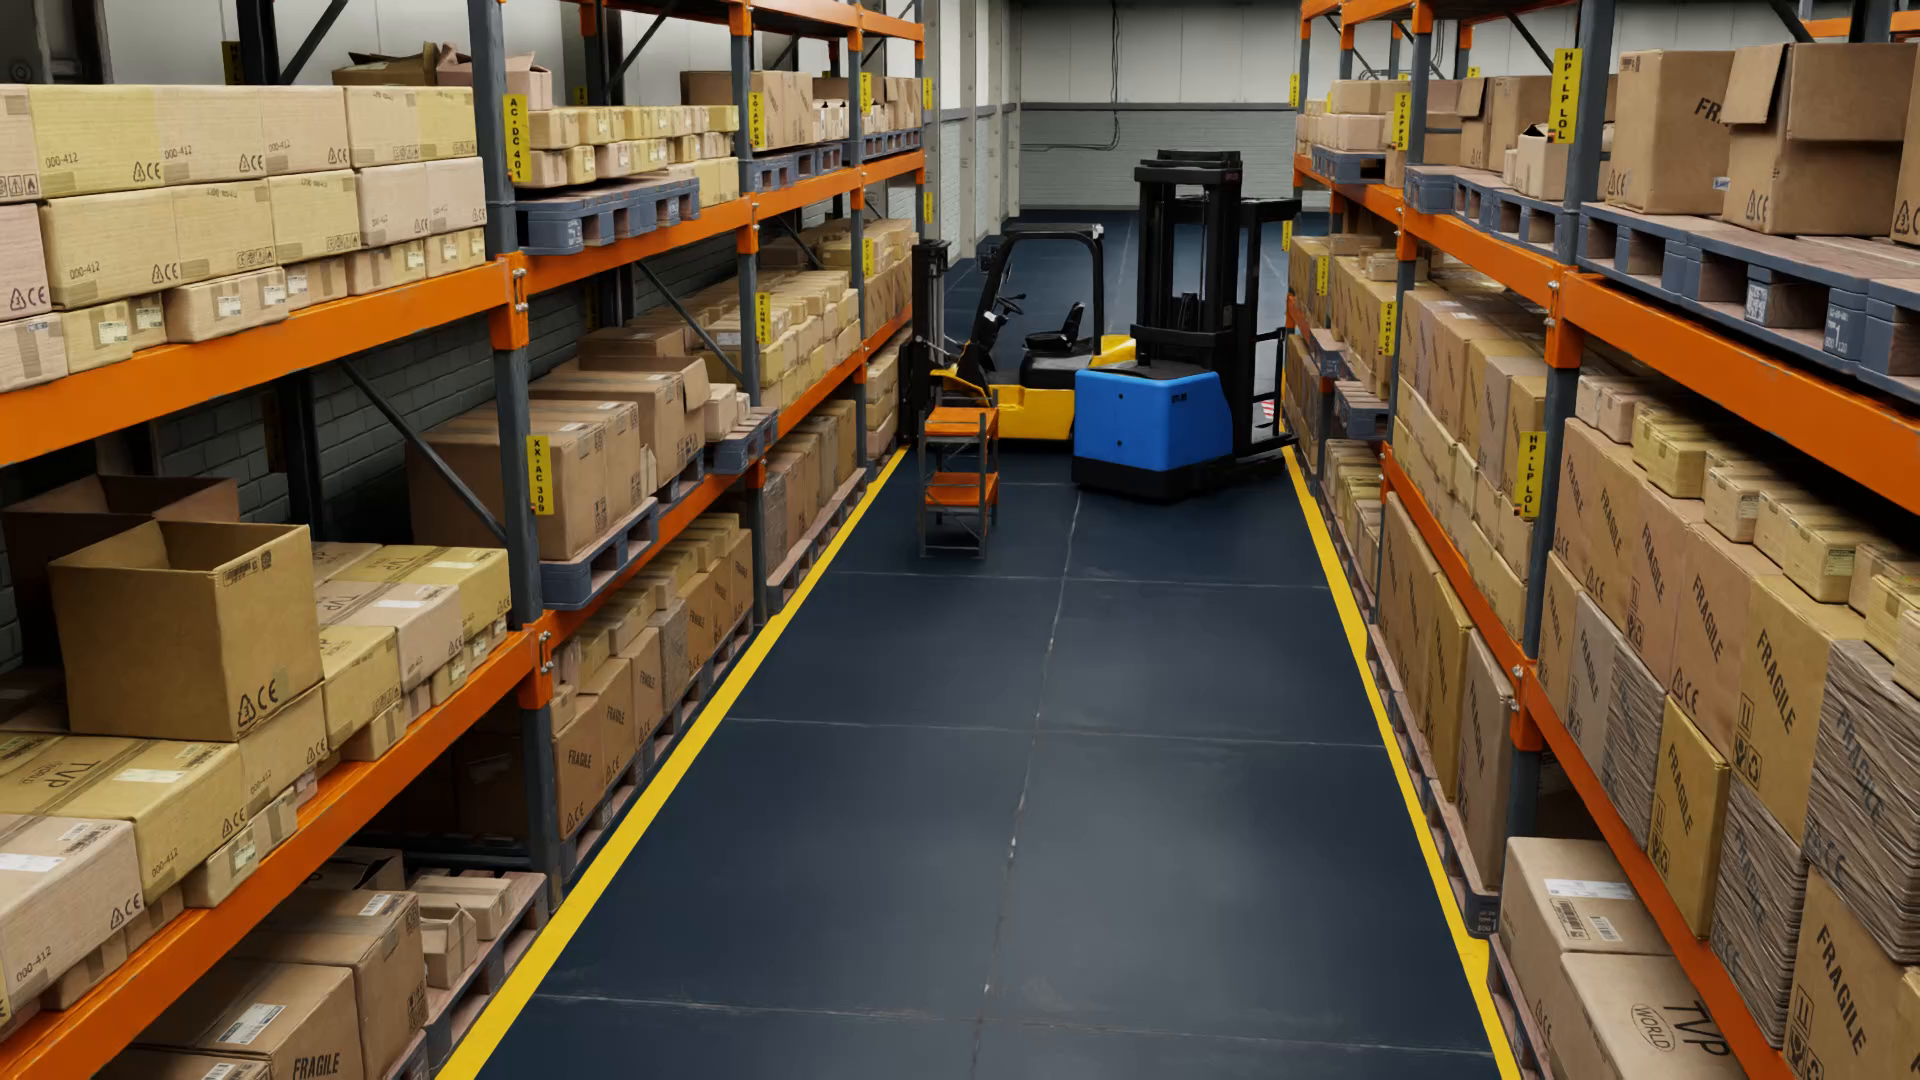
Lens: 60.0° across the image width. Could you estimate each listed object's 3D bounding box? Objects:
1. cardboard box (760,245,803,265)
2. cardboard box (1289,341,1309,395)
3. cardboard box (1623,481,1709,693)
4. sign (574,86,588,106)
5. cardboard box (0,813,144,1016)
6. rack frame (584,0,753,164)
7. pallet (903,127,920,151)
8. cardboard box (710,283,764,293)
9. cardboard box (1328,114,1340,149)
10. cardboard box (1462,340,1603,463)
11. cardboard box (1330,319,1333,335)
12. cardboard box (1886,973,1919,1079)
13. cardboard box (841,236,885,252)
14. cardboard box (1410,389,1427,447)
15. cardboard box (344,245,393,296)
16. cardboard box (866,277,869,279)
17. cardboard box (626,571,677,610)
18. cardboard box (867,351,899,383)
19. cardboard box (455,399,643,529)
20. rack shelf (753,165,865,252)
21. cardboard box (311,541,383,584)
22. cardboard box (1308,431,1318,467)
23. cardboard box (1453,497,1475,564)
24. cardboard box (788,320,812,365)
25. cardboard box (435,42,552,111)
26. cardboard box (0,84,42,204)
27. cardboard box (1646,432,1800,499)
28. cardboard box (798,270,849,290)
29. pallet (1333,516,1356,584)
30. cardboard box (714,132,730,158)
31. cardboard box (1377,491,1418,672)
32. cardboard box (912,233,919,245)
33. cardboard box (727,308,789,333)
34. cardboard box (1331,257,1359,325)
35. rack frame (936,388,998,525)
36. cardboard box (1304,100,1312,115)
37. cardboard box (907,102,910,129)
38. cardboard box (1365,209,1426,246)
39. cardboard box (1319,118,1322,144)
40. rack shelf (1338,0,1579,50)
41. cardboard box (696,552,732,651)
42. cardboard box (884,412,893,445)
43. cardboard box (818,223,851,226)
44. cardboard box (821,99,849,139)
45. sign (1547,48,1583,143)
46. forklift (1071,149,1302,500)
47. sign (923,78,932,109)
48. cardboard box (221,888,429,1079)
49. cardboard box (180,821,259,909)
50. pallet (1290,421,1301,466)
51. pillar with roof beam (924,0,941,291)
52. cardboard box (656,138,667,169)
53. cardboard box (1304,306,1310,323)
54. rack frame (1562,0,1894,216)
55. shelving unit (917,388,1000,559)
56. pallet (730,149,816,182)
[{"bbox_3d":[-1.603,-2.530,14.768,0.380,0.149,0.250,2,15,6],"label":"cardboard box"},{"bbox_3d":[3.622,-1.720,16.803,0.500,0.500,0.500,1,15,4],"label":"cardboard box"},{"bbox_3d":[2.264,0.136,4.807,0.500,0.500,0.500,2,15,7],"label":"cardboard box"},{"bbox_3d":[-2.341,-2.650,10.327,0.100,0.325,0.005,2,15,6],"label":"sign"},{"bbox_3d":[-2.318,0.867,3.925,0.500,0.250,0.500,2,15,7],"label":"cardboard box"},{"bbox_3d":[-1.791,-3.792,9.945,1.000,3.000,0.127,2,15,6],"label":"rack frame"},{"bbox_3d":[-0.993,-4.193,17.346,1.003,0.211,1.213,2,15,6],"label":"pallet"},{"bbox_3d":[-1.765,-1.946,13.179,0.380,0.149,0.250,2,15,6],"label":"cardboard box"},{"bbox_3d":[3.073,-3.095,12.598,0.500,0.250,0.500,1,15,6],"label":"cardboard box"},{"bbox_3d":[2.619,-0.633,7.648,0.500,0.500,0.500,2,15,8],"label":"cardboard box"},{"bbox_3d":[3.217,-1.735,13.510,0.380,0.149,0.250,2,15,7],"label":"cardboard box"},{"bbox_3d":[2.031,1.143,2.997,0.500,0.500,0.500,2,15,7],"label":"cardboard box"},{"bbox_3d":[-0.915,-2.781,15.696,0.380,0.149,0.250,1,15,5],"label":"cardboard box"},{"bbox_3d":[2.780,-0.661,9.191,0.500,0.250,0.500,2,15,8],"label":"cardboard box"},{"bbox_3d":[-2.091,-0.887,5.430,0.380,0.149,0.250,2,15,6],"label":"cardboard box"},{"bbox_3d":[-1.014,-2.437,14.993,0.380,0.149,0.250,2,15,8],"label":"cardboard box"},{"bbox_3d":[-1.772,0.274,9.145,0.380,0.149,0.250,1,15,4],"label":"cardboard box"},{"bbox_3d":[-0.860,-1.669,16.136,0.500,0.250,0.500,2,15,8],"label":"cardboard box"},{"bbox_3d":[-1.907,-0.363,7.760,0.700,0.500,0.500,2,15,7],"label":"cardboard box"},{"bbox_3d":[-1.565,-2.515,12.349,1.077,0.370,4.000,2,15,6],"label":"rack shelf"},{"bbox_3d":[-2.566,0.191,6.427,0.500,0.250,0.500,2,15,6],"label":"cardboard box"},{"bbox_3d":[3.393,-0.825,14.929,0.500,0.250,0.500,2,15,9],"label":"cardboard box"},{"bbox_3d":[2.625,-0.027,7.802,0.500,0.250,0.500,1,15,5],"label":"cardboard box"},{"bbox_3d":[-1.363,-1.438,12.062,0.500,0.250,0.500,1,15,5],"label":"cardboard box"},{"bbox_3d":[-1.861,-1.848,6.623,0.396,0.266,0.258,2,15,6],"label":"cardboard box"},{"bbox_3d":[-2.318,-0.821,3.463,0.500,0.250,0.500,2,15,6],"label":"cardboard box"},{"bbox_3d":[2.249,-0.218,4.871,0.380,0.149,0.250,1,15,5],"label":"cardboard box"},{"bbox_3d":[-1.157,-2.200,14.116,0.380,0.149,0.250,2,15,8],"label":"cardboard box"},{"bbox_3d":[3.372,0.077,12.472,1.003,0.211,1.213,2,15,6],"label":"pallet"},{"bbox_3d":[-1.591,-2.365,9.938,0.380,0.149,0.250,2,15,7],"label":"cardboard box"},{"bbox_3d":[2.981,0.249,9.760,0.875,0.875,0.875,2,15,6],"label":"cardboard box"},{"bbox_3d":[-0.649,-3.234,17.941,0.380,0.149,0.250,2,15,7],"label":"cardboard box"},{"bbox_3d":[-1.413,-1.536,11.662,0.380,0.149,0.250,2,15,7],"label":"cardboard box"},{"bbox_3d":[3.199,-1.940,13.022,0.500,0.500,0.500,2,15,6],"label":"cardboard box"},{"bbox_3d":[0.057,-0.673,13.496,0.500,1.125,0.032,2,15,6],"label":"rack frame"},{"bbox_3d":[3.597,-4.259,16.374,0.380,0.149,0.250,2,15,6],"label":"cardboard box"},{"bbox_3d":[-0.708,-4.315,16.889,0.396,0.266,0.258,2,15,6],"label":"cardboard box"},{"bbox_3d":[3.858,-2.570,14.244,0.700,0.500,0.500,2,15,6],"label":"cardboard box"},{"bbox_3d":[3.432,-3.561,14.555,0.500,0.250,0.500,1,15,5],"label":"cardboard box"},{"bbox_3d":[3.367,-3.625,11.473,1.077,0.370,4.000,2,15,6],"label":"rack shelf"},{"bbox_3d":[-1.692,0.354,10.092,0.500,0.500,0.500,1,15,5],"label":"cardboard box"},{"bbox_3d":[-0.914,-1.057,15.786,0.500,0.250,0.500,1,15,5],"label":"cardboard box"},{"bbox_3d":[-1.260,-3.195,17.229,0.380,0.149,0.250,2,15,7],"label":"cardboard box"},{"bbox_3d":[-1.179,-3.394,13.397,0.500,0.311,0.500,1,15,4],"label":"cardboard box"},{"bbox_3d":[2.150,-1.576,5.904,0.100,0.325,0.005,2,15,6],"label":"sign"},{"bbox_3d":[2.372,-2.068,15.196,1.130,2.935,3.031,14,20,42],"label":"forklift"},{"bbox_3d":[-0.350,-4.788,17.833,0.100,0.325,0.005,2,15,6],"label":"sign"},{"bbox_3d":[-2.278,1.537,5.714,0.700,0.500,0.500,1,15,4],"label":"cardboard box"},{"bbox_3d":[-2.189,0.890,4.604,0.380,0.149,0.250,1,15,5],"label":"cardboard box"},{"bbox_3d":[3.769,-0.934,16.214,1.003,0.211,1.213,2,15,6],"label":"pallet"},{"bbox_3d":[3.770,-8.698,28.090,9.100,9.000,0.400,2,15,6],"label":"pillar with roof beam"},{"bbox_3d":[-1.665,-1.901,8.186,0.380,0.149,0.250,2,15,8],"label":"cardboard box"},{"bbox_3d":[3.490,-2.156,15.870,0.380,0.149,0.250,2,15,7],"label":"cardboard box"},{"bbox_3d":[2.690,-2.609,5.572,1.000,3.000,0.127,2,15,6],"label":"rack frame"},{"bbox_3d":[-0.001,-0.541,13.009,0.538,1.125,1.048,2,15,6],"label":"shelving unit"},{"bbox_3d":[-1.680,-2.721,12.095,1.003,0.211,1.213,2,15,9],"label":"pallet"}]
